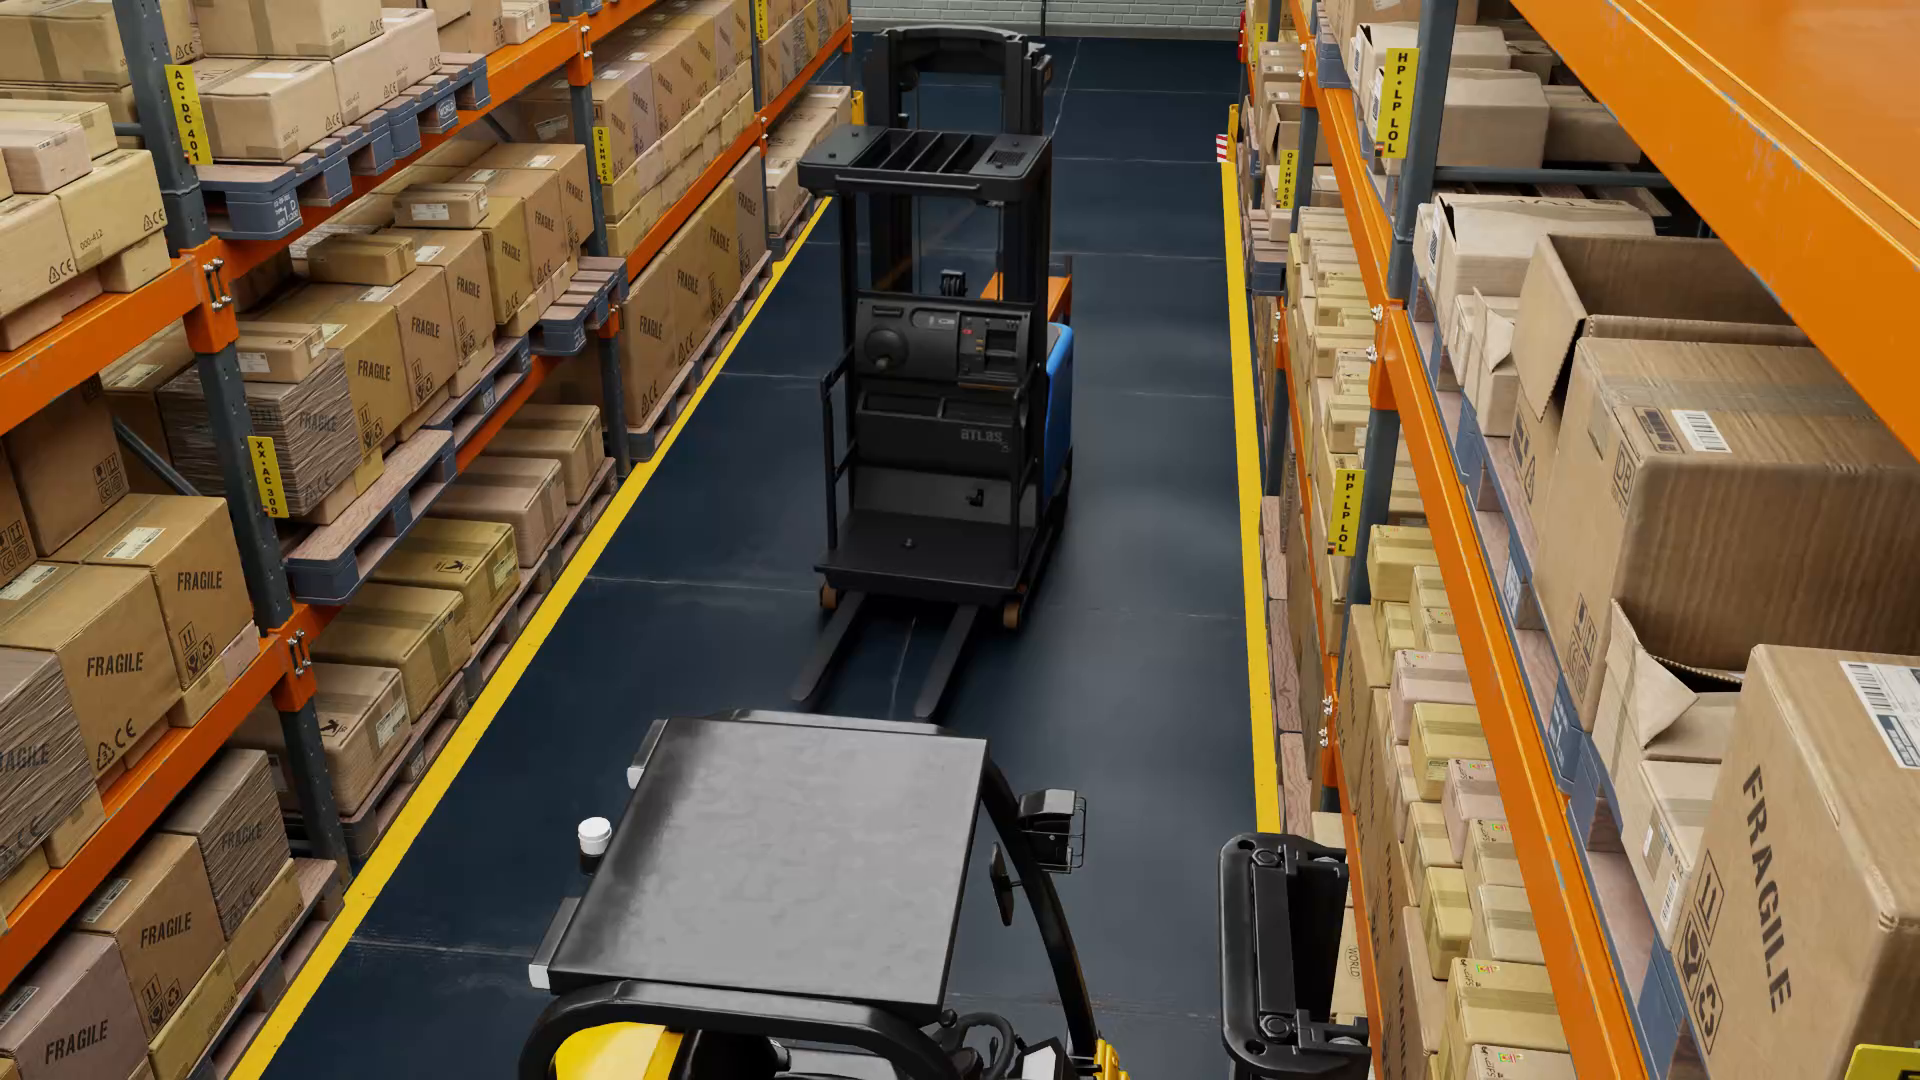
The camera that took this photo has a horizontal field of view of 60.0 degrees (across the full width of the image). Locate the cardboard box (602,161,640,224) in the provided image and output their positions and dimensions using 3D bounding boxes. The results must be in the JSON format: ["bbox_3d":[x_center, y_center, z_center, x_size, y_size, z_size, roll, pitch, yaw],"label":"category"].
[{"bbox_3d":[-2.283,-2.137,10.185,0.500,0.250,0.500,3,28,6],"label":"cardboard box"}]

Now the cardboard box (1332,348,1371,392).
[{"bbox_3d":[1.795,-0.696,7.090,0.380,0.149,0.250,4,29,7],"label":"cardboard box"}]

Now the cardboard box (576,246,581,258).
[{"bbox_3d":[-2.397,-1.665,9.501,0.380,0.149,0.250,4,29,8],"label":"cardboard box"}]

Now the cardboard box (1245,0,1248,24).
[{"bbox_3d":[2.994,-5.105,15.908,0.500,0.250,0.500,4,29,6],"label":"cardboard box"}]

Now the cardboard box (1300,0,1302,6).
[{"bbox_3d":[2.220,-3.219,9.558,0.500,0.250,0.500,3,29,6],"label":"cardboard box"}]

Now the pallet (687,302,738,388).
[{"bbox_3d":[-2.267,-1.471,12.257,1.003,0.211,1.213,3,28,6],"label":"pallet"}]

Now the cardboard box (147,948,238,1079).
[{"bbox_3d":[-2.941,1.695,5.898,0.500,0.250,0.500,3,28,5],"label":"cardboard box"}]

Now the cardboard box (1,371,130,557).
[{"bbox_3d":[-3.349,-0.297,5.665,0.700,0.500,0.500,3,28,6],"label":"cardboard box"}]

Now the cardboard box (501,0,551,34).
[{"bbox_3d":[-2.420,-2.808,8.903,0.380,0.149,0.250,3,28,6],"label":"cardboard box"}]

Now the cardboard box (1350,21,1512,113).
[{"bbox_3d":[1.788,-1.816,6.341,0.500,0.311,0.500,2,28,4],"label":"cardboard box"}]

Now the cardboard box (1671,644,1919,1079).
[{"bbox_3d":[1.169,0.477,1.885,0.500,0.500,0.500,4,29,8],"label":"cardboard box"}]

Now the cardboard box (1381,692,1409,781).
[{"bbox_3d":[1.408,0.574,4.733,0.380,0.149,0.250,4,29,7],"label":"cardboard box"}]

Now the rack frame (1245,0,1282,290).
[{"bbox_3d":[2.827,-3.355,12.815,1.000,3.000,0.127,3,28,6],"label":"rack frame"}]

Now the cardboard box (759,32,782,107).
[{"bbox_3d":[-1.782,-3.892,13.705,0.500,0.500,0.500,4,29,8],"label":"cardboard box"}]

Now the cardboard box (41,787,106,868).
[{"bbox_3d":[-2.938,0.882,5.215,0.380,0.149,0.250,3,28,5],"label":"cardboard box"}]

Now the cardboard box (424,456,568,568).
[{"bbox_3d":[-2.752,-0.174,9.238,0.950,0.372,0.625,3,28,5],"label":"cardboard box"}]

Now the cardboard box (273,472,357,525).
[{"bbox_3d":[-2.699,-0.192,6.766,0.380,0.149,0.250,4,29,7],"label":"cardboard box"}]

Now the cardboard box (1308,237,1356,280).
[{"bbox_3d":[1.968,-1.421,8.435,0.380,0.149,0.250,4,29,8],"label":"cardboard box"}]

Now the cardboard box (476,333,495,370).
[{"bbox_3d":[-2.508,-0.931,8.138,0.380,0.149,0.250,2,28,5],"label":"cardboard box"}]

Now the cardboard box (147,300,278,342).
[{"bbox_3d":[-3.192,-0.700,7.025,0.500,0.500,0.500,4,29,6],"label":"cardboard box"}]

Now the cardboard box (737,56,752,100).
[{"bbox_3d":[-1.913,-3.574,12.853,0.500,0.250,0.500,3,28,6],"label":"cardboard box"}]

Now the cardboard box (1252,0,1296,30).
[{"bbox_3d":[2.811,-4.729,14.419,0.500,0.500,0.500,4,29,7],"label":"cardboard box"}]

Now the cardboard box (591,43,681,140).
[{"bbox_3d":[-2.157,-2.938,10.881,0.500,0.500,0.500,4,29,8],"label":"cardboard box"}]

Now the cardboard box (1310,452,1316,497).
[{"bbox_3d":[1.796,-0.245,7.200,0.500,0.250,0.500,4,29,7],"label":"cardboard box"}]

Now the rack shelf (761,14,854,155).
[{"bbox_3d":[-1.855,-4.267,15.265,1.077,0.370,4.000,3,28,6],"label":"rack shelf"}]

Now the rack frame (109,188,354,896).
[{"bbox_3d":[-3.080,0.124,6.357,1.000,3.000,0.127,3,28,6],"label":"rack frame"}]

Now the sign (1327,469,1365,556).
[{"bbox_3d":[1.307,-0.091,5.619,0.100,0.325,0.005,3,28,6],"label":"sign"}]

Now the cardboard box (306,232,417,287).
[{"bbox_3d":[-2.641,-1.240,7.343,0.380,0.149,0.250,5,29,9],"label":"cardboard box"}]

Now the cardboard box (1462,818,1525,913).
[{"bbox_3d":[1.421,0.812,3.977,0.380,0.149,0.250,3,29,6],"label":"cardboard box"}]

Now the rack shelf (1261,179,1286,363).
[{"bbox_3d":[2.582,-2.097,11.238,1.077,0.370,4.000,3,28,6],"label":"rack shelf"}]

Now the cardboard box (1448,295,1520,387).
[{"bbox_3d":[1.396,-0.473,4.019,0.380,0.149,0.250,4,29,8],"label":"cardboard box"}]

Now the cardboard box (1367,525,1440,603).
[{"bbox_3d":[1.513,0.083,5.331,0.380,0.149,0.250,4,29,7],"label":"cardboard box"}]

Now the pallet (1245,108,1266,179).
[{"bbox_3d":[2.621,-2.901,12.174,1.003,0.211,1.213,3,28,6],"label":"pallet"}]

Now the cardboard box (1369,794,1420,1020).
[{"bbox_3d":[1.425,1.045,4.543,0.500,0.500,0.500,3,28,6],"label":"cardboard box"}]

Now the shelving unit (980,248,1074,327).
[{"bbox_3d":[0.371,-1.157,10.711,0.538,1.125,1.048,6,29,11],"label":"shelving unit"}]

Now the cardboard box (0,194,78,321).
[{"bbox_3d":[-2.928,-0.800,4.755,0.500,0.250,0.500,3,28,5],"label":"cardboard box"}]

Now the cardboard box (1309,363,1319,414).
[{"bbox_3d":[1.858,-0.709,7.534,0.500,0.250,0.500,4,29,7],"label":"cardboard box"}]

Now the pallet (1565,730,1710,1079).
[{"bbox_3d":[1.469,0.680,2.255,1.003,0.211,1.213,3,28,6],"label":"pallet"}]

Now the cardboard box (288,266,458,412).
[{"bbox_3d":[-2.603,-0.908,7.410,0.500,0.500,0.500,3,28,6],"label":"cardboard box"}]

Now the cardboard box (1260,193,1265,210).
[{"bbox_3d":[2.519,-2.572,12.870,0.380,0.149,0.250,5,29,9],"label":"cardboard box"}]

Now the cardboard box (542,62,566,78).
[{"bbox_3d":[-2.731,-2.744,10.521,0.500,0.500,0.500,4,29,7],"label":"cardboard box"}]

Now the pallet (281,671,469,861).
[{"bbox_3d":[-2.986,0.985,7.699,1.003,0.211,1.213,3,28,6],"label":"pallet"}]

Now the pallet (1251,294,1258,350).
[{"bbox_3d":[2.765,-1.742,12.762,1.003,0.211,1.213,3,28,6],"label":"pallet"}]

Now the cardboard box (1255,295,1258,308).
[{"bbox_3d":[2.489,-1.974,12.444,0.500,0.500,0.500,3,28,6],"label":"cardboard box"}]

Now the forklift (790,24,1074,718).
[{"bbox_3d":[-0.140,-1.002,8.520,1.130,2.935,3.031,6,29,11],"label":"forklift"}]

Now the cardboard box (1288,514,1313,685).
[{"bbox_3d":[2.092,0.306,8.080,0.875,0.625,0.625,2,28,4],"label":"cardboard box"}]

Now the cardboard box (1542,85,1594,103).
[{"bbox_3d":[2.057,-1.541,6.003,0.380,0.149,0.250,3,28,6],"label":"cardboard box"}]

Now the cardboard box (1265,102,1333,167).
[{"bbox_3d":[2.353,-2.482,10.642,0.797,0.503,0.637,3,28,5],"label":"cardboard box"}]

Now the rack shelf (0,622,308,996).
[{"bbox_3d":[-3.325,1.382,4.781,1.077,0.370,4.000,3,28,6],"label":"rack shelf"}]

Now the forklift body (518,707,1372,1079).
[{"bbox_3d":[-0.222,1.668,4.385,2.313,2.155,1.214,3,28,6],"label":"forklift body"}]

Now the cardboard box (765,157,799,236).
[{"bbox_3d":[-1.916,-2.988,14.392,0.875,0.438,0.875,3,28,5],"label":"cardboard box"}]

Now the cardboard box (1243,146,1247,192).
[{"bbox_3d":[2.841,-3.397,15.085,0.500,0.500,0.500,4,29,7],"label":"cardboard box"}]

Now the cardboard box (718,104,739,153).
[{"bbox_3d":[-1.968,-3.110,12.519,0.500,0.250,0.500,3,28,5],"label":"cardboard box"}]

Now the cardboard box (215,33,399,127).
[{"bbox_3d":[-2.549,-1.806,6.493,0.500,0.250,0.500,3,28,6],"label":"cardboard box"}]

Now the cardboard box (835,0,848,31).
[{"bbox_3d":[-1.406,-5.326,16.369,0.500,0.500,0.500,4,29,6],"label":"cardboard box"}]
